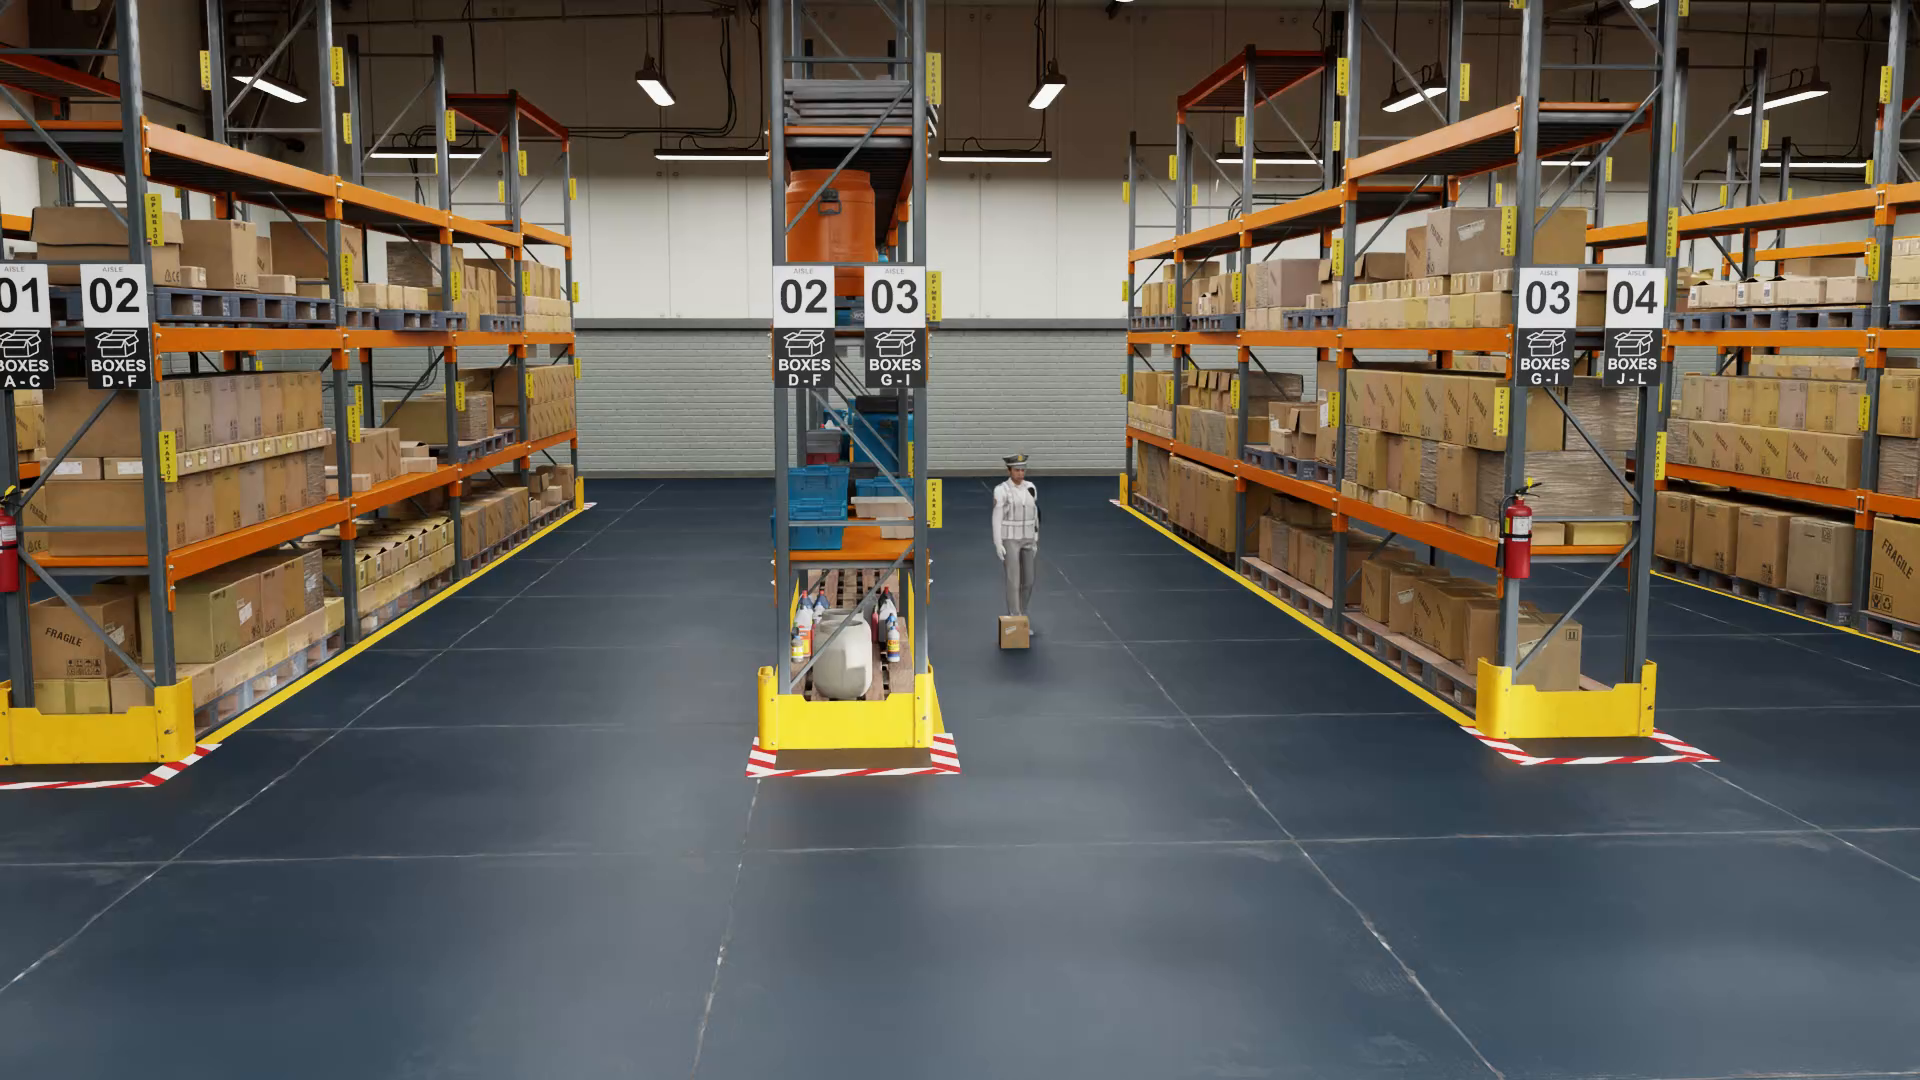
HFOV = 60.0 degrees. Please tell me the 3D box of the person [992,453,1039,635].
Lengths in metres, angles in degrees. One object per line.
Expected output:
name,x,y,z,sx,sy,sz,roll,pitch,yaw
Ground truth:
person,0.531,0.026,15.423,0.472,1.662,0.608,-4,8,-27
